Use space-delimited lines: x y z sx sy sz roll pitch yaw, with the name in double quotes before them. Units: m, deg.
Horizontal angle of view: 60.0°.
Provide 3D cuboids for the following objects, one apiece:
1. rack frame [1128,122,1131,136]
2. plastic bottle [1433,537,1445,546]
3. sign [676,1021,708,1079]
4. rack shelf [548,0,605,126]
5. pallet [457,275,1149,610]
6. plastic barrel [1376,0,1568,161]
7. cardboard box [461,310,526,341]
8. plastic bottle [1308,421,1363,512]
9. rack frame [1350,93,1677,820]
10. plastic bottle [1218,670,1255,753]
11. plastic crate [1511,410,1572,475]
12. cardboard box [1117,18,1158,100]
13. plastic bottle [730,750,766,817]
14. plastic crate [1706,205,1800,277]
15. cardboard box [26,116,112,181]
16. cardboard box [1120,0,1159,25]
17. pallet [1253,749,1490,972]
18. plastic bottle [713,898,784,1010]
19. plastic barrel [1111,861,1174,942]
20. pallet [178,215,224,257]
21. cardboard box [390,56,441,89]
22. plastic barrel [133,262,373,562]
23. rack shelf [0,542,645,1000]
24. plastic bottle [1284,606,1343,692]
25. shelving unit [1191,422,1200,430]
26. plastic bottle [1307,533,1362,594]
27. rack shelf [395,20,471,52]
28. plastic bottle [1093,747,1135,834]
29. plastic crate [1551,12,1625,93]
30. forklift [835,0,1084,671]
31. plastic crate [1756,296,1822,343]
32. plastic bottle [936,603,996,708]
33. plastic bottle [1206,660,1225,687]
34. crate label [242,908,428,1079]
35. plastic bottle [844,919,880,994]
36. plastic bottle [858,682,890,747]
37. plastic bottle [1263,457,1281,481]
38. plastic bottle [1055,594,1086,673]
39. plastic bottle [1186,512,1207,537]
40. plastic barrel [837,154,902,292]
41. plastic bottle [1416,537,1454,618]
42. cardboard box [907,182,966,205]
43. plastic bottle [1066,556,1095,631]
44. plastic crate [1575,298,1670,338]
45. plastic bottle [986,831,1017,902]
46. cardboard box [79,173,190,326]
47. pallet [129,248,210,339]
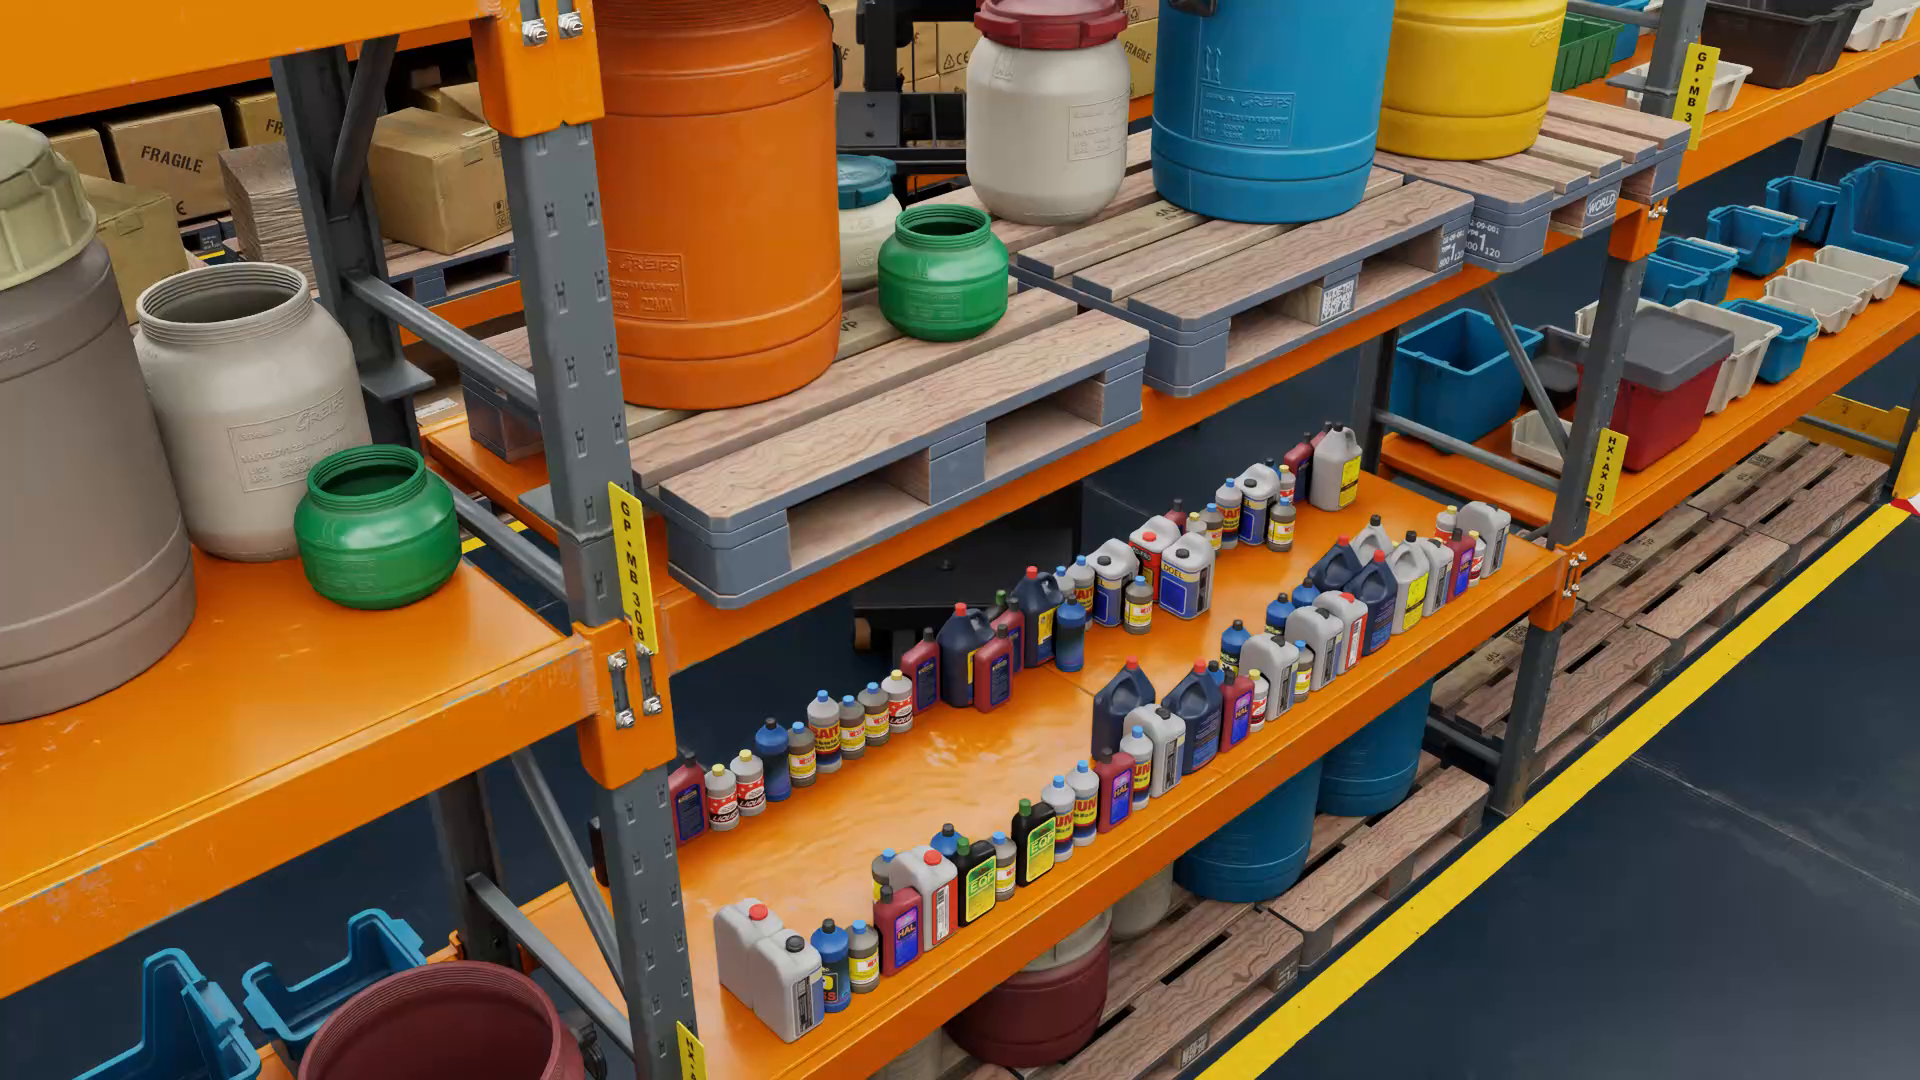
"rack frame" 1.530 -3.653 11.849 0.127 3.000 1.000 -26 40 -35
"plastic bottle" 1.688 0.085 5.925 0.097 0.201 0.097 0 31 0
"sign" -0.591 1.219 3.725 0.005 0.325 0.100 -26 40 -35
"rack shelf" 0.496 -1.711 3.995 4.000 0.370 1.077 -26 40 -35
"pallet" -0.343 -0.353 3.757 1.213 0.211 1.003 -26 40 -35
"plastic barrel" 1.431 -1.476 4.830 0.600 0.588 0.600 0 31 0
"cardboard box" -2.656 -1.243 9.162 0.500 0.250 0.500 -26 40 -35
"plastic bottle" 1.454 -0.302 6.416 0.185 0.351 0.144 -26 40 -35
"rack frame" 1.963 -0.338 6.428 0.127 3.000 1.000 -26 40 -35
"plastic bottle" 0.848 0.513 5.148 0.133 0.283 0.061 -26 40 -35
"plastic crate" 2.401 -0.362 6.662 0.243 0.136 0.396 -26 40 -35
"cardboard box" 1.009 -3.248 11.090 0.500 0.500 0.500 -25 40 -35
"plastic bottle" -0.626 0.708 4.907 0.097 0.201 0.097 0 31 0
"plastic crate" 4.008 -1.516 8.457 0.300 0.233 0.416 -26 40 -35
"cardboard box" -6.431 -2.490 11.605 0.750 0.750 0.750 -26 40 -36
"cardboard box" 1.021 -3.680 10.839 0.500 0.500 0.500 -25 39 -34
"pallet" 1.368 1.109 6.734 1.213 0.211 1.003 -26 40 -35
"plastic bottle" -0.537 1.045 4.284 0.135 0.276 0.152 -26 40 -35
"plastic barrel" 0.558 1.148 5.980 0.421 0.512 0.421 0 31 0
"pallet" -6.183 -2.201 12.147 1.213 0.211 1.003 -26 40 -35
"cardboard box" -4.397 -3.768 13.409 0.250 0.149 0.380 -26 40 -36
"plastic barrel" -1.407 -0.254 3.308 0.421 0.512 0.421 0 31 0
"rack shelf" -2.437 0.817 2.353 4.000 0.370 1.077 -26 40 -35
"plastic bottle" 1.157 0.334 5.447 0.135 0.276 0.152 -26 40 -35
"shelving unit" 0.837 -1.322 9.474 1.048 1.500 0.538 -11 33 -17
"plastic bottle" 1.277 0.144 5.686 0.185 0.351 0.144 -26 40 -35
"rack shelf" -3.307 -4.531 13.974 4.000 0.370 1.077 -26 40 -35
"plastic bottle" 0.445 0.708 4.829 0.133 0.283 0.061 -26 40 -35
"plastic crate" 2.068 -1.794 6.136 0.662 0.188 0.450 -26 40 -35
"forklift" 0.032 -0.892 7.399 1.130 2.935 3.031 -1 31 -2
"plastic crate" 3.806 -0.994 7.696 0.250 0.136 0.298 -26 40 -35
"plastic bottle" 0.019 0.349 5.351 0.185 0.351 0.144 -26 40 -35
"plastic bottle" 0.781 0.494 5.190 0.097 0.271 0.097 0 31 0
"crate label" -1.534 1.158 4.142 0.416 0.233 0.303 -26 40 -35
"plastic bottle" -0.258 1.070 4.315 0.097 0.201 0.097 0 31 0
"plastic bottle" -0.269 0.536 5.189 0.097 0.201 0.097 0 31 0
"plastic bottle" 1.162 -0.187 6.304 0.097 0.271 0.097 0 31 0
"plastic bottle" 0.367 0.301 5.507 0.097 0.271 0.097 0 31 0
"plastic bottle" 0.849 -0.006 6.074 0.097 0.201 0.097 0 31 0
"plastic barrel" -0.284 -0.756 3.965 0.301 0.262 0.301 0 31 0
"plastic bottle" 1.625 0.108 5.818 0.135 0.276 0.152 -26 40 -35
"cardboard box" -0.028 -2.026 11.158 0.637 0.503 0.797 -26 40 -35
"plastic bottle" 0.411 0.176 5.710 0.097 0.271 0.097 0 31 0
"plastic crate" 3.035 -0.984 7.679 0.466 0.136 0.293 -26 40 -35
"plastic bottle" 0.107 0.893 4.604 0.097 0.201 0.097 0 31 0
"cardboard box" -3.951 -1.304 7.509 0.700 0.500 0.500 15 35 23
"pallet" -3.886 -1.001 7.696 1.003 0.211 1.213 -26 40 -35
